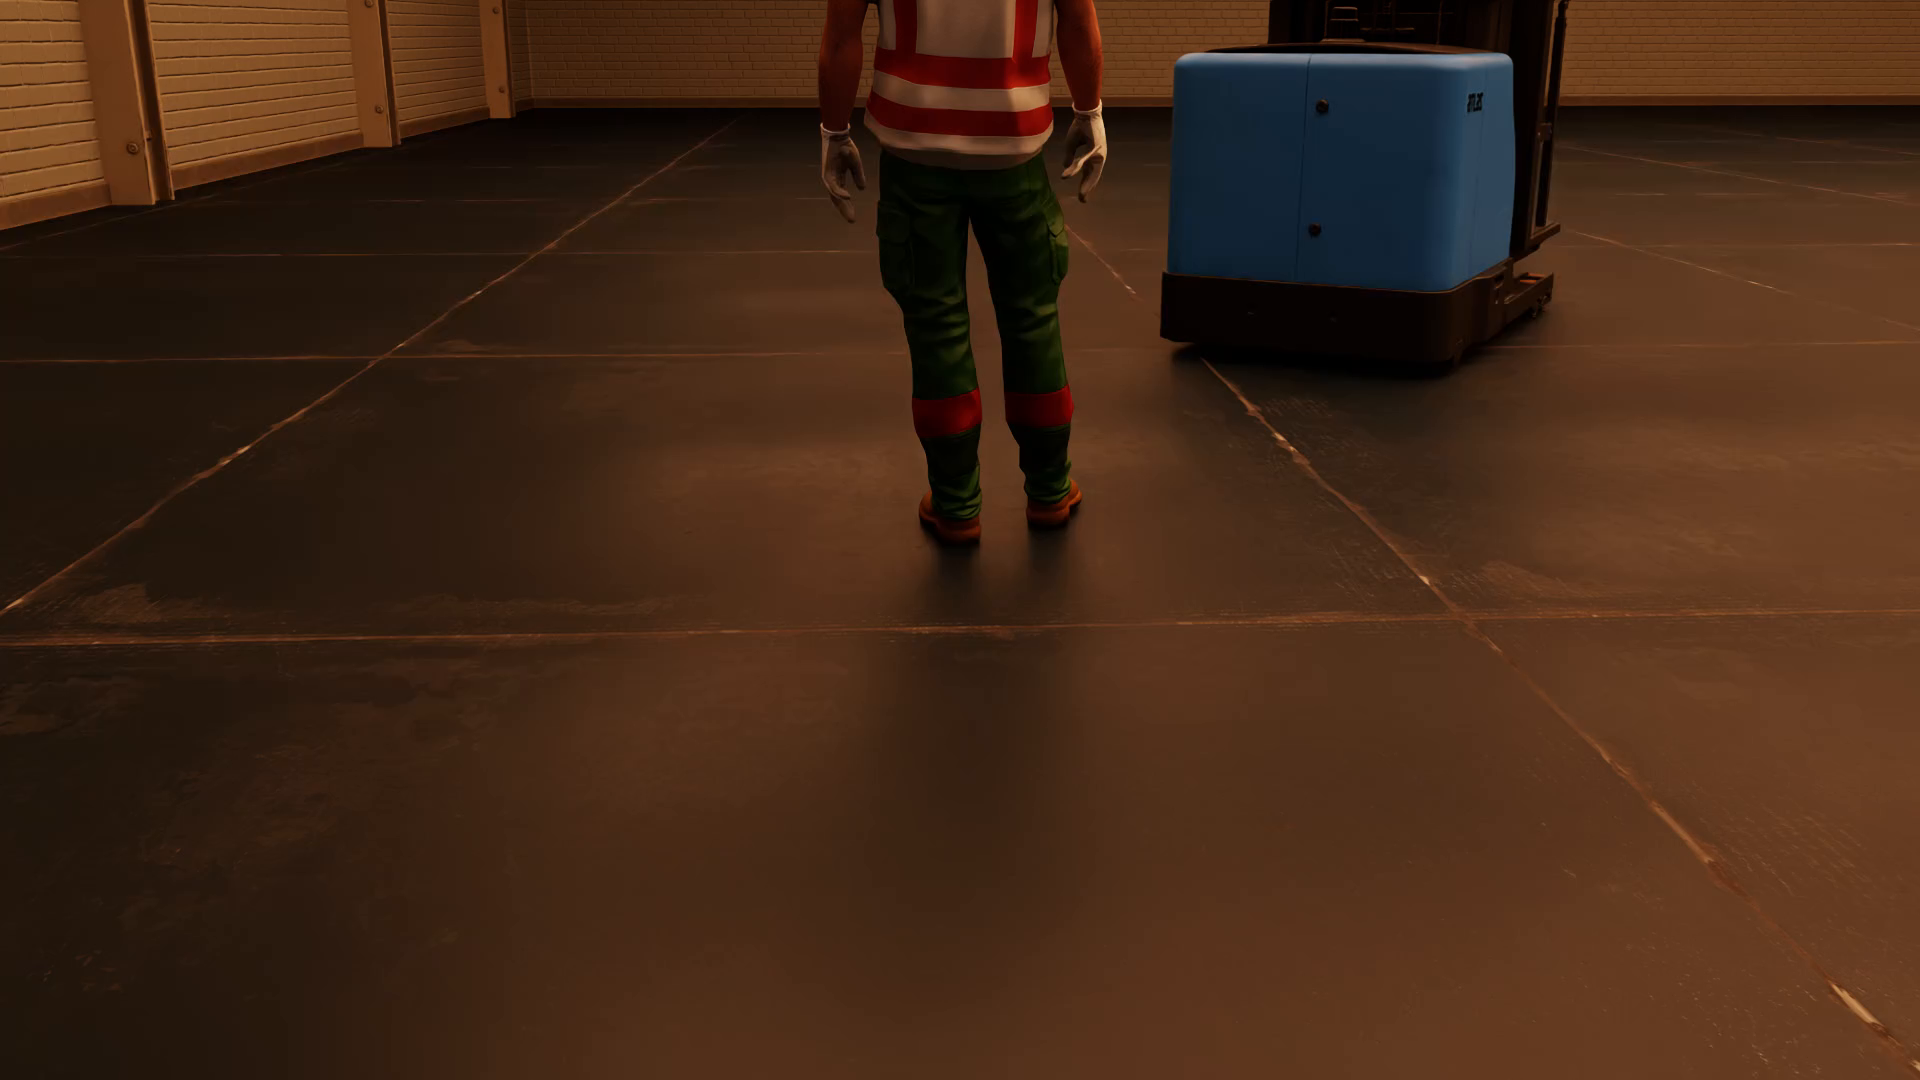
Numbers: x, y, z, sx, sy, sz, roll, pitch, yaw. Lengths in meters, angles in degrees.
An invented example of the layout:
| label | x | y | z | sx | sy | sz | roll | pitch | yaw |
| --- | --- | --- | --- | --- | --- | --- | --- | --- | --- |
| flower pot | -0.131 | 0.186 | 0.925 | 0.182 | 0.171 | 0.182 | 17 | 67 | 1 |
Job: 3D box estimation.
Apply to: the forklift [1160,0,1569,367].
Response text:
| label | x | y | z | sx | sy | sz | roll | pitch | yaw |
| --- | --- | --- | --- | --- | --- | --- | --- | --- | --- |
| forklift | 1.888 | -2.383 | 6.696 | 1.130 | 2.935 | 3.031 | 9 | 19 | 27 |

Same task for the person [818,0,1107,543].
| label | x | y | z | sx | sy | sz | roll | pitch | yaw |
| --- | --- | --- | --- | --- | --- | --- | --- | --- | --- |
| person | 0.008 | -0.884 | 3.733 | 0.637 | 1.785 | 0.562 | -1 | 17 | -3 |
